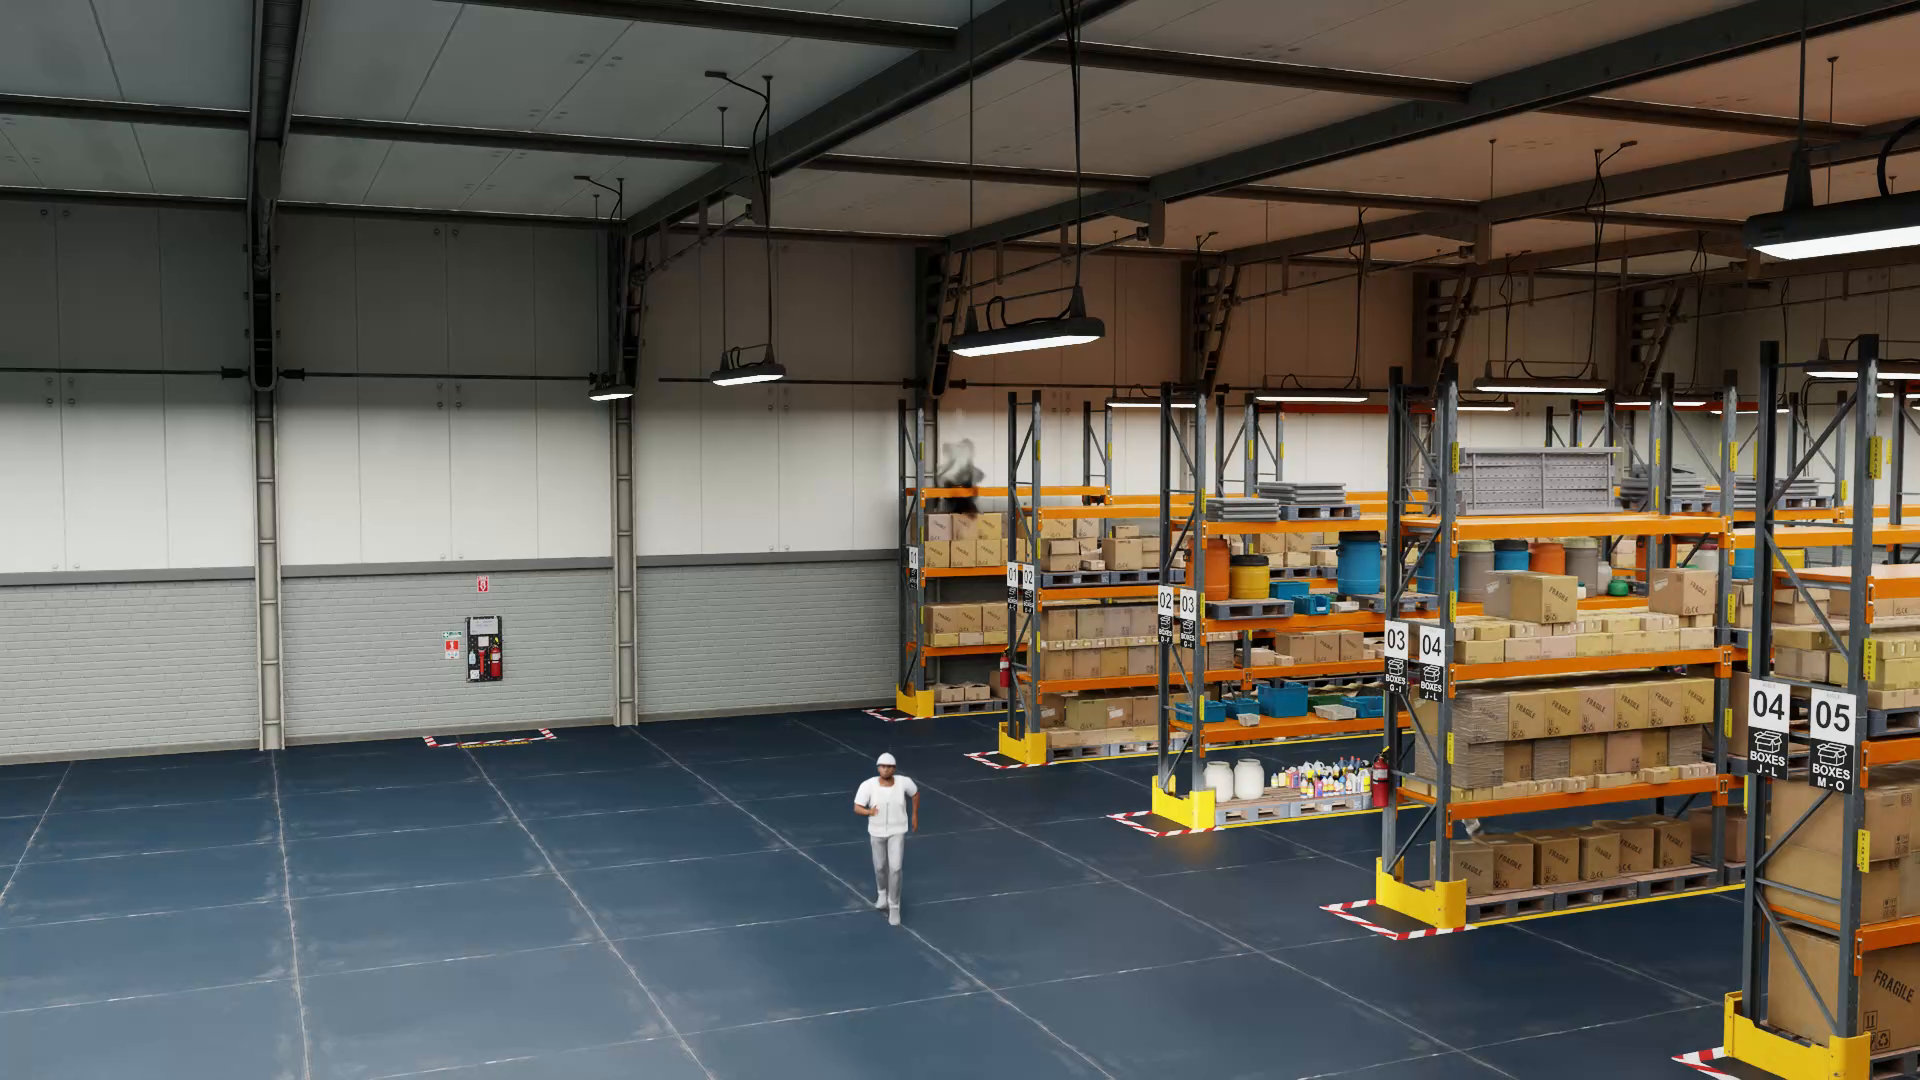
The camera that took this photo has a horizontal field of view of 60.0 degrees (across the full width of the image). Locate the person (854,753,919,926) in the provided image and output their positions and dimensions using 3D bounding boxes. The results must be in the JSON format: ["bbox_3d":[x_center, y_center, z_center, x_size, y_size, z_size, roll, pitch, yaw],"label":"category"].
[{"bbox_3d":[-0.802,3.220,18.080,0.689,1.837,0.810,0,3,2],"label":"person"}]

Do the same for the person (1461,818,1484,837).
[{"bbox_3d":[6.348,3.057,20.782,0.612,1.759,0.639,-2,4,-27],"label":"person"}]
